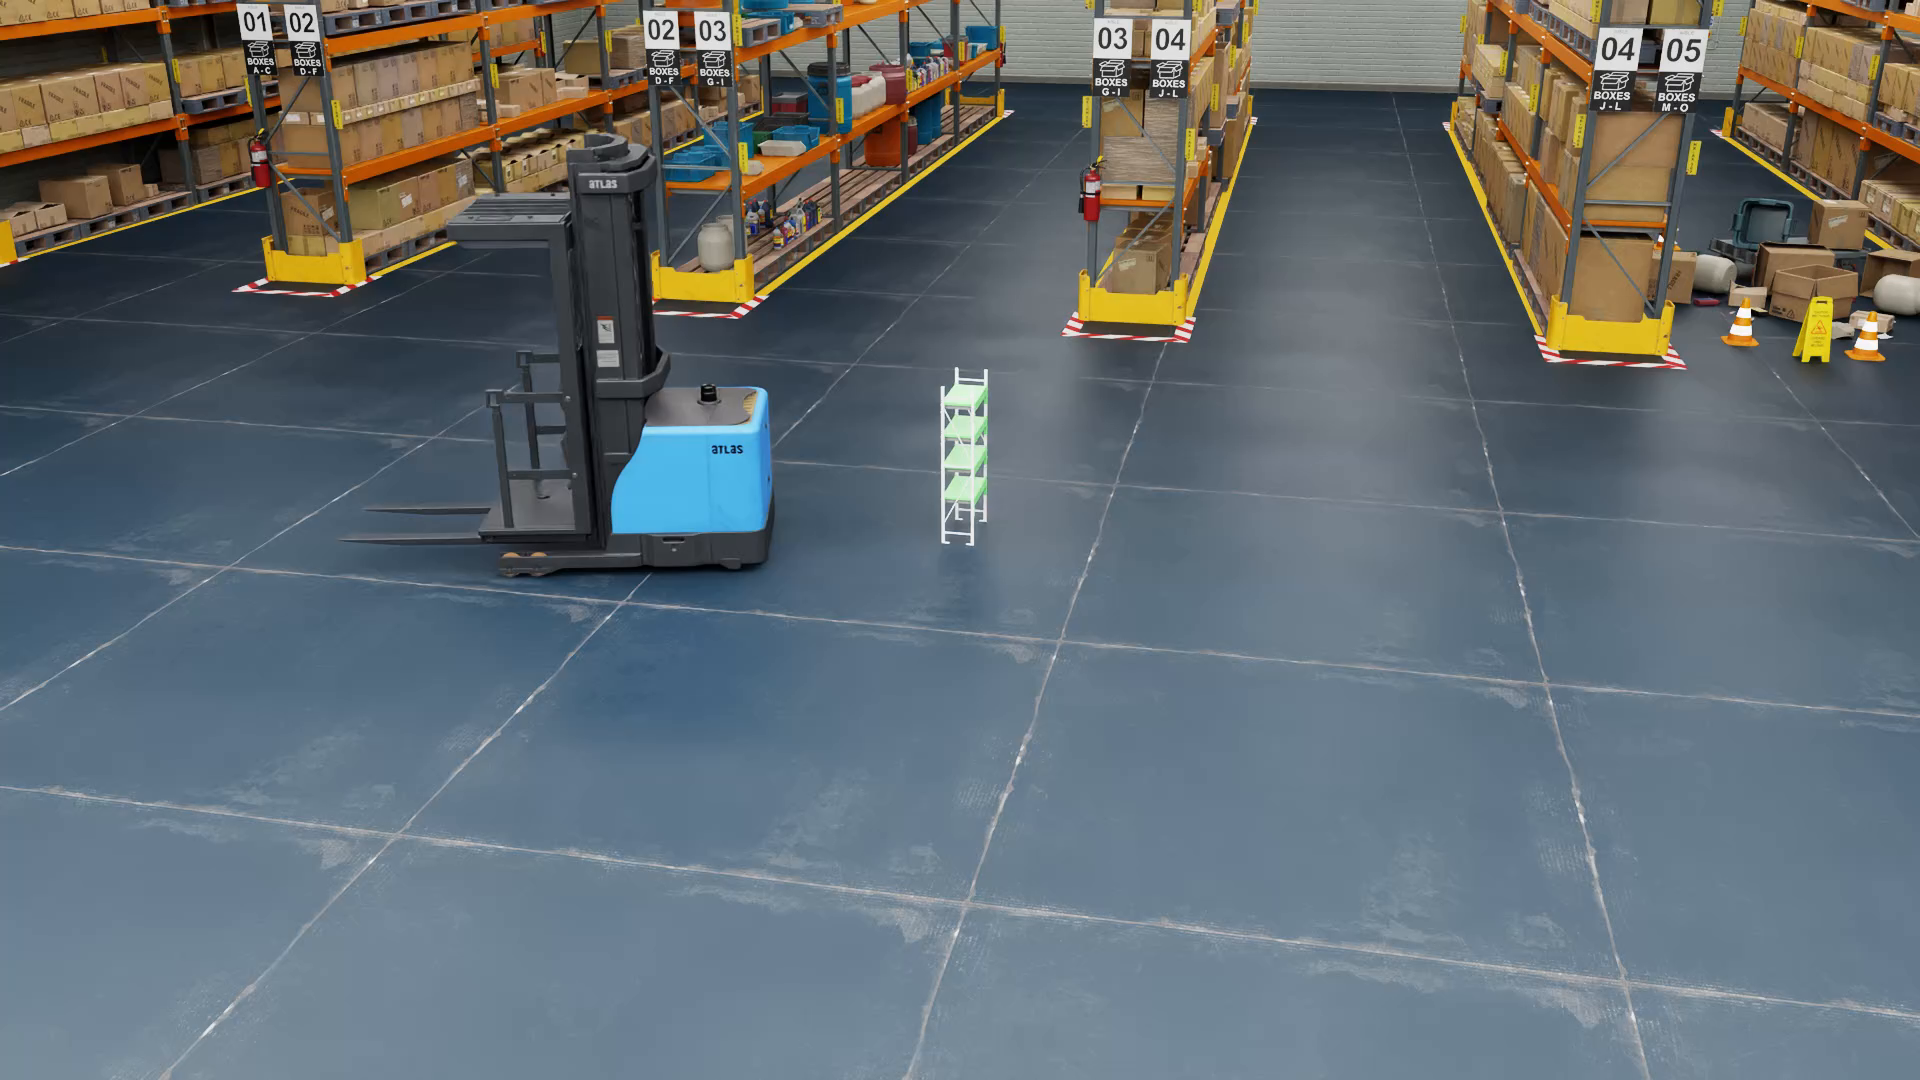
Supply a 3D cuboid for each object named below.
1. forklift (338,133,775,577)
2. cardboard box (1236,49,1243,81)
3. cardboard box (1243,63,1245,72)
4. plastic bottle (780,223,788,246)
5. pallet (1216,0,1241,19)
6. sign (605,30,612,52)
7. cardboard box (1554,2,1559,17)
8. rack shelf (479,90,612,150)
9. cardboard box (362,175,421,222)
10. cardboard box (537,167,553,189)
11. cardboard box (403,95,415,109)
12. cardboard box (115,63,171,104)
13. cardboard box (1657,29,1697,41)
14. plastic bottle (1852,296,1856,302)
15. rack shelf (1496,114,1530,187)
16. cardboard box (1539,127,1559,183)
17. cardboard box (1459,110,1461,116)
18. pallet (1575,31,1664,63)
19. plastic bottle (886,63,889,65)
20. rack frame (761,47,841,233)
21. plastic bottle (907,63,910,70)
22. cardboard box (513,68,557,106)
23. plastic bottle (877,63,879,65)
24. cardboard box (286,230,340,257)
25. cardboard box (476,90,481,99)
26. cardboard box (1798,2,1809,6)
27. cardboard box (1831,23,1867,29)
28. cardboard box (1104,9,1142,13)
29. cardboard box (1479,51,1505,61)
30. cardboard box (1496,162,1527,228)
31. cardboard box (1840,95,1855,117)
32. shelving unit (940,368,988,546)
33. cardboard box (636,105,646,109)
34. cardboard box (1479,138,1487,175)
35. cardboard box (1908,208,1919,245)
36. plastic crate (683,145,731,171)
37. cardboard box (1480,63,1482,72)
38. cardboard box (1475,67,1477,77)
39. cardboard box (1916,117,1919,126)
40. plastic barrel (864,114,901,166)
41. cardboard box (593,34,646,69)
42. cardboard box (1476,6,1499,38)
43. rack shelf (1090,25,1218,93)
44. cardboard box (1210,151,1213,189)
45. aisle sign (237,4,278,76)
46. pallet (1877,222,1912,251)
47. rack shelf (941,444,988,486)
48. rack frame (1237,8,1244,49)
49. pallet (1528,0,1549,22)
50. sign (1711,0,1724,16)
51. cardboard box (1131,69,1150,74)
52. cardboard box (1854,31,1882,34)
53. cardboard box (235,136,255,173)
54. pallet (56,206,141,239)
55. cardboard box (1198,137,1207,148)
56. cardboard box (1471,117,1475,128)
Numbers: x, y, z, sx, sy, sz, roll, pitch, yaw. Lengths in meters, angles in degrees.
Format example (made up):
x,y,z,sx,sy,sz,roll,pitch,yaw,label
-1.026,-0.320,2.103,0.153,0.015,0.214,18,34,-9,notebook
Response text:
x,y,z,sx,sy,sz,roll,pitch,yaw,label
-2.901,-1.302,11.663,3.031,2.935,1.130,-1,22,-2,forklift
4.511,-8.054,28.202,0.500,0.500,0.500,5,22,11,cardboard box
4.832,-8.358,29.428,0.380,0.149,0.250,5,23,13,cardboard box
-2.219,-3.853,20.953,0.061,0.283,0.133,5,22,12,plastic bottle
3.146,-7.175,22.390,1.213,0.211,1.003,4,22,11,pallet
-5.630,-7.989,26.625,0.100,0.325,0.005,4,22,11,sign
7.031,-6.081,19.063,0.380,0.149,0.250,4,22,11,cardboard box
-6.582,-6.428,25.262,1.077,0.370,4.000,4,22,11,rack shelf
-7.290,-4.380,21.330,0.500,0.500,0.500,4,22,11,cardboard box
-6.457,-5.455,25.001,0.500,0.250,0.500,4,22,9,cardboard box
-7.201,-5.604,21.250,0.380,0.149,0.250,5,22,11,cardboard box
-11.634,-6.497,23.642,0.500,0.500,0.500,4,22,11,cardboard box
7.109,-5.013,16.410,0.380,0.149,0.250,5,22,11,cardboard box
10.309,-2.826,19.289,0.133,0.061,0.283,8,23,20,plastic bottle
7.950,-5.256,22.353,1.077,0.370,4.000,4,22,11,rack shelf
7.163,-4.401,19.065,0.875,0.550,0.550,4,22,11,cardboard box
9.521,-7.990,31.032,0.380,0.149,0.250,4,22,11,cardboard box
6.867,-5.018,16.902,1.003,0.211,1.213,4,22,11,pallet
-1.213,-7.956,28.258,0.152,0.276,0.135,4,22,11,plastic bottle
-2.142,-5.651,22.370,1.000,3.000,0.127,4,22,11,rack frame
-0.926,-8.208,28.985,0.097,0.201,0.097,0,22,0,plastic bottle
-6.501,-6.924,25.398,0.500,0.500,0.500,3,22,8,cardboard box
-1.354,-7.745,27.634,0.144,0.351,0.185,4,22,11,plastic bottle
-7.986,-3.705,20.657,0.500,0.250,0.500,4,22,11,cardboard box
-9.849,-8.817,33.014,0.700,0.500,0.500,4,22,10,cardboard box
14.981,-9.376,29.278,0.380,0.149,0.250,4,22,10,cardboard box
14.375,-8.110,27.003,0.500,0.500,0.500,5,22,11,cardboard box
1.786,-5.731,18.220,0.380,0.149,0.250,5,22,11,cardboard box
8.433,-7.649,26.308,0.380,0.149,0.250,4,22,10,cardboard box
7.781,-4.596,22.200,1.050,0.750,0.750,4,22,11,cardboard box
13.162,-6.304,24.193,0.500,0.250,0.500,5,22,12,cardboard box
0.034,-0.617,12.280,0.258,1.200,0.503,4,22,11,shelving unit
-5.902,-7.464,29.629,0.500,0.500,0.500,5,22,12,cardboard box
8.438,-6.002,26.024,0.500,0.500,0.500,3,22,9,cardboard box
12.656,-3.949,21.100,0.950,0.372,0.625,6,23,14,cardboard box
-3.011,-4.562,19.865,0.499,0.251,0.408,4,22,11,plastic crate
8.381,-7.411,26.117,0.380,0.149,0.250,4,22,10,cardboard box
8.538,-7.561,26.885,0.380,0.149,0.250,5,22,11,cardboard box
12.716,-5.458,21.664,0.380,0.149,0.250,5,23,13,cardboard box
-1.243,-6.482,26.777,0.600,0.830,0.708,4,22,11,plastic barrel
-5.782,-8.293,28.234,0.700,0.500,0.500,9,24,21,cardboard box
9.106,-8.814,28.354,0.500,0.500,0.500,4,22,9,cardboard box
2.299,-5.600,19.191,1.077,0.370,4.000,4,22,11,rack shelf
3.406,-5.535,24.838,0.700,0.500,0.500,3,22,8,cardboard box
-8.107,-5.771,19.189,0.394,0.787,0.004,4,22,11,aisle sign
12.812,-3.957,21.896,1.003,0.211,1.213,4,22,11,pallet
0.034,-0.558,12.304,0.258,0.148,0.480,4,22,11,rack shelf
4.339,-8.199,28.697,1.000,3.000,0.127,4,22,11,rack frame
8.053,-6.976,21.899,1.003,0.211,1.213,6,23,13,pallet
7.268,-5.185,15.921,0.100,0.325,0.005,4,22,11,sign
2.072,-5.227,19.447,0.500,0.500,0.500,4,22,11,cardboard box
14.097,-7.582,25.692,0.500,0.500,0.500,5,22,12,cardboard box
-11.507,-6.098,26.236,0.700,0.500,0.500,5,22,12,cardboard box
-12.190,-4.417,23.039,1.003,0.211,1.213,4,22,11,pallet
2.951,-5.056,21.229,0.380,0.149,0.250,4,22,11,cardboard box
9.005,-7.179,28.622,0.380,0.149,0.250,5,22,12,cardboard box
